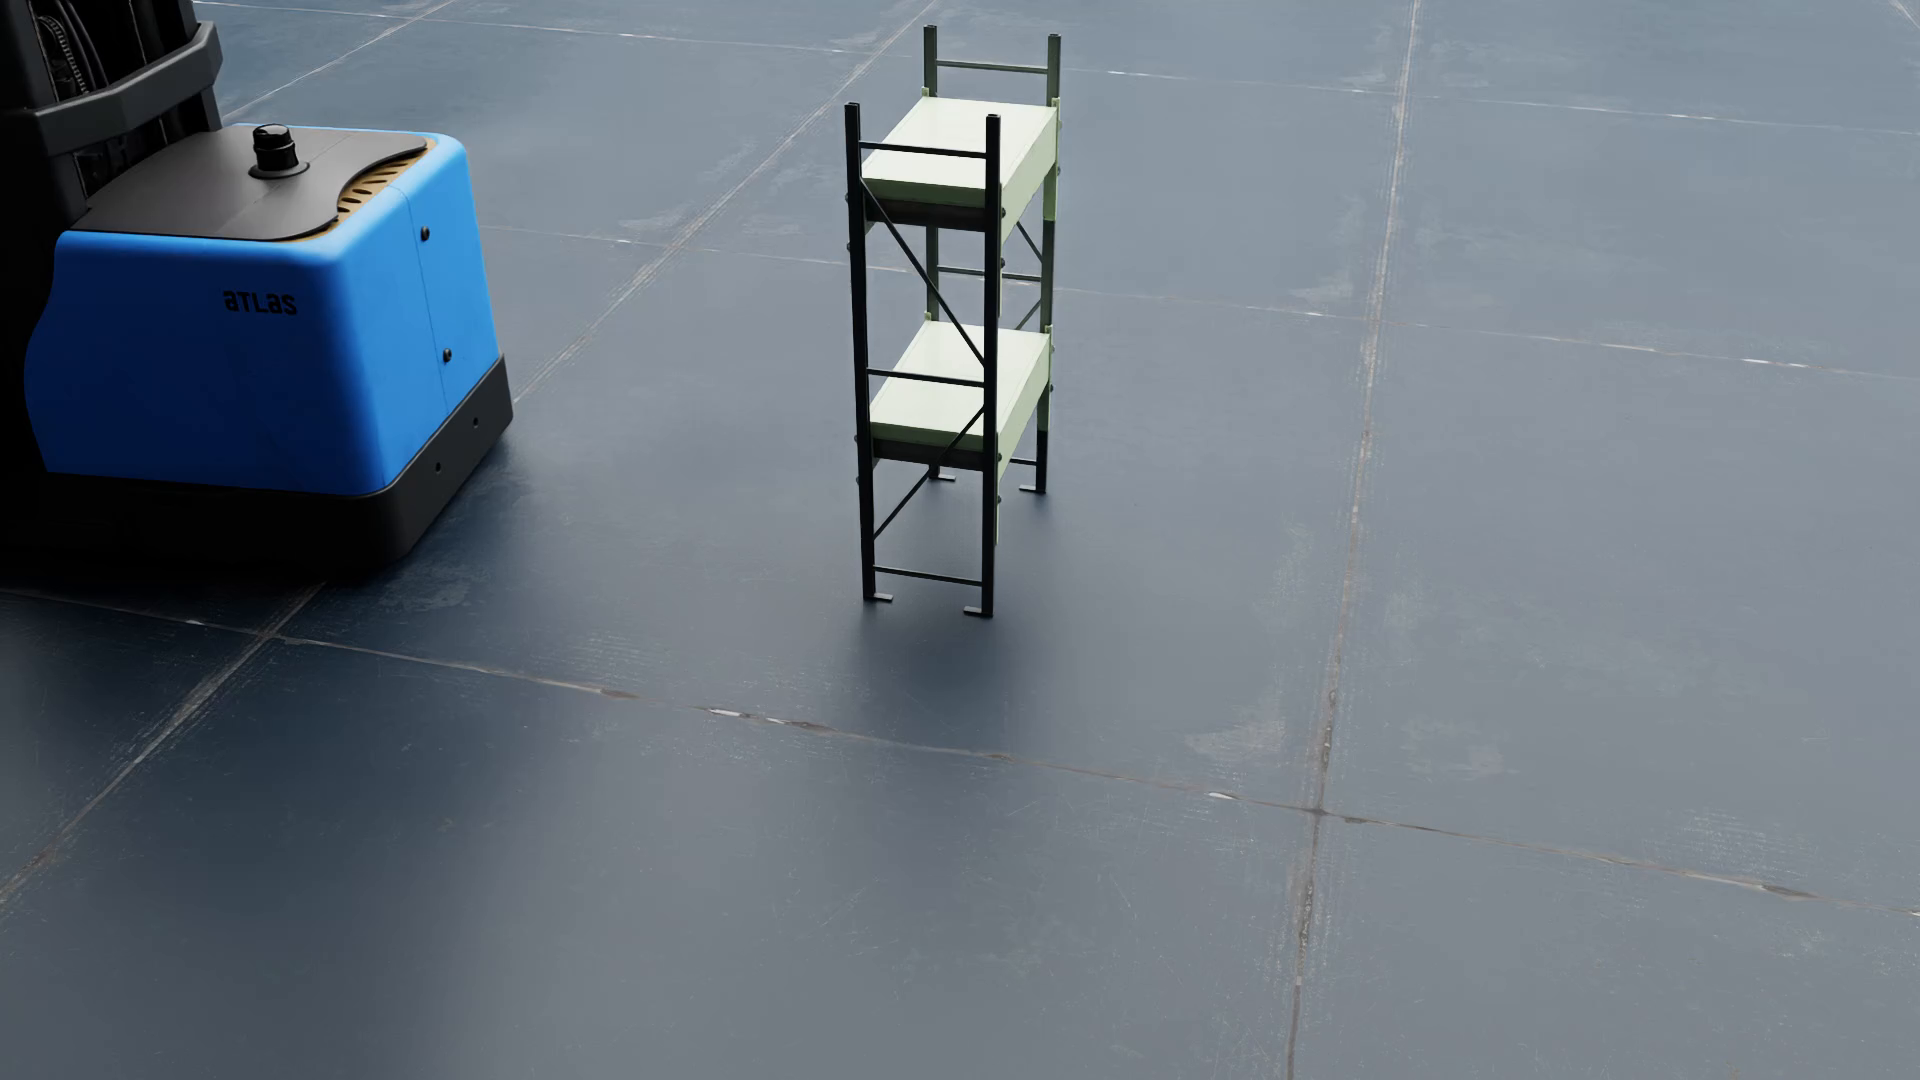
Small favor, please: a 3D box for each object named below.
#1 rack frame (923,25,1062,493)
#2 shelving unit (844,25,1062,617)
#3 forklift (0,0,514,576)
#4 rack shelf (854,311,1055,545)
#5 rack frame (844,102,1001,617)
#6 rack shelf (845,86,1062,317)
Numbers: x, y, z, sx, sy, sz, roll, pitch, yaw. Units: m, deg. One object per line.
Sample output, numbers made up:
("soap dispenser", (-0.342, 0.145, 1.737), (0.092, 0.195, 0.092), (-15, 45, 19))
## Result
("rack frame", (0.091, -0.819, 5.141), (0.400, 1.500, 0.023), (8, 33, 12))
("shelving unit", (-0.002, -0.629, 4.842), (0.431, 1.500, 0.755), (8, 33, 12))
("forklift", (-3.113, -1.484, 4.853), (3.031, 2.935, 1.130), (5, 33, 7))
("rack shelf", (-0.002, -0.354, 5.017), (0.431, 0.370, 0.720), (8, 33, 12))
("rack frame", (-0.095, -0.440, 4.543), (0.400, 1.500, 0.023), (8, 33, 12))
("rack shelf", (-0.002, -0.959, 4.633), (0.431, 0.370, 0.720), (8, 33, 12))
